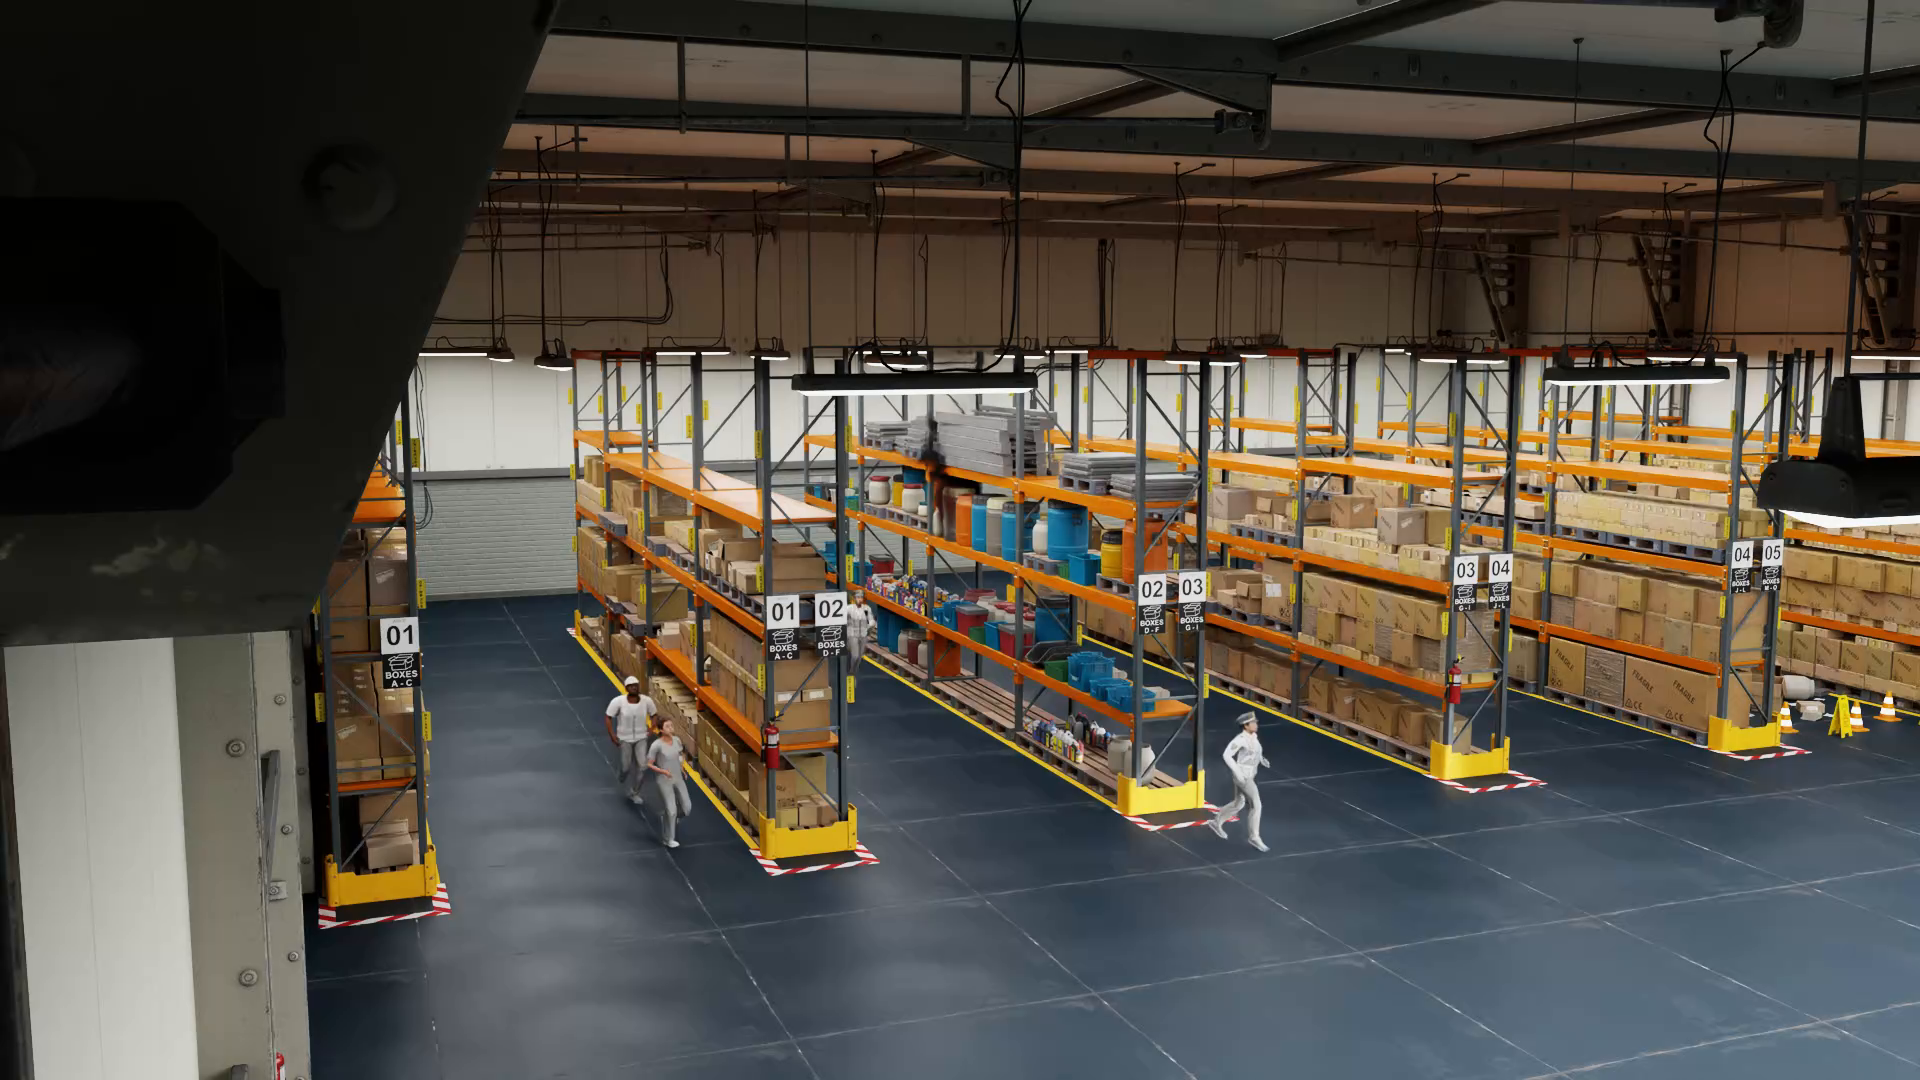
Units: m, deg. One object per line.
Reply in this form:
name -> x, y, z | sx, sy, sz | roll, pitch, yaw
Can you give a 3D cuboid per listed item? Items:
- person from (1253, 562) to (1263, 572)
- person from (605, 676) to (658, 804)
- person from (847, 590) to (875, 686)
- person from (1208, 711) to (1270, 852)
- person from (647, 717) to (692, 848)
person -> 7.517, 0.435, 41.088 | 0.558, 1.620, 0.588 | 7, 10, 43
person -> -4.450, 2.688, 22.605 | 0.721, 1.717, 0.658 | -2, 7, -18
person -> -1.749, 1.677, 28.515 | 0.609, 1.692, 0.641 | -3, 8, -22
person -> 3.465, 2.945, 20.546 | 0.793, 1.743, 0.603 | 3, 8, 24
person -> -3.573, 2.981, 20.494 | 0.560, 1.622, 0.577 | -6, 10, -42
